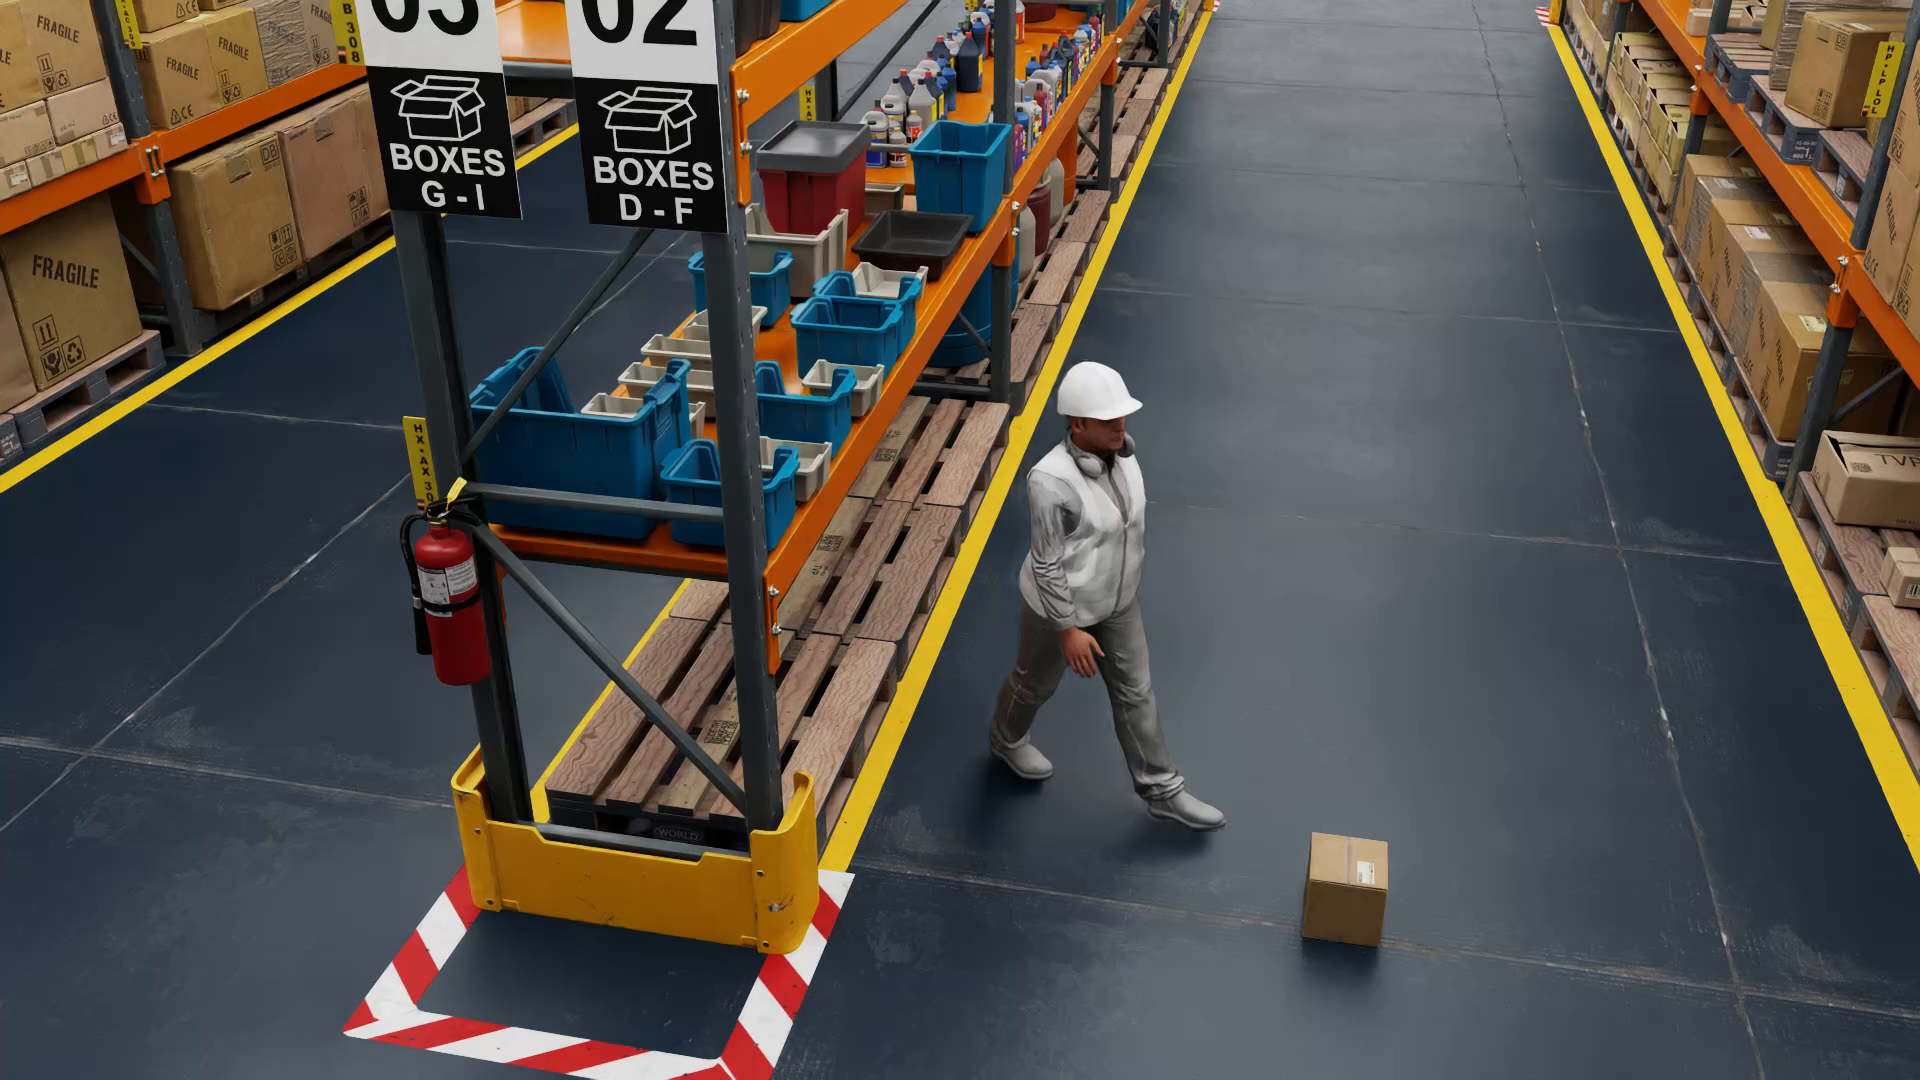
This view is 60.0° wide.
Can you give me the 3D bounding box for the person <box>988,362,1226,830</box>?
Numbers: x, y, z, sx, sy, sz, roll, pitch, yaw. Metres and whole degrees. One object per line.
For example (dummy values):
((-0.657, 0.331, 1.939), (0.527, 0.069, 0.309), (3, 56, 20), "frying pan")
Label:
((0.460, 0.203, 5.707), (0.559, 1.717, 0.973), (-24, 37, -37), "person")
